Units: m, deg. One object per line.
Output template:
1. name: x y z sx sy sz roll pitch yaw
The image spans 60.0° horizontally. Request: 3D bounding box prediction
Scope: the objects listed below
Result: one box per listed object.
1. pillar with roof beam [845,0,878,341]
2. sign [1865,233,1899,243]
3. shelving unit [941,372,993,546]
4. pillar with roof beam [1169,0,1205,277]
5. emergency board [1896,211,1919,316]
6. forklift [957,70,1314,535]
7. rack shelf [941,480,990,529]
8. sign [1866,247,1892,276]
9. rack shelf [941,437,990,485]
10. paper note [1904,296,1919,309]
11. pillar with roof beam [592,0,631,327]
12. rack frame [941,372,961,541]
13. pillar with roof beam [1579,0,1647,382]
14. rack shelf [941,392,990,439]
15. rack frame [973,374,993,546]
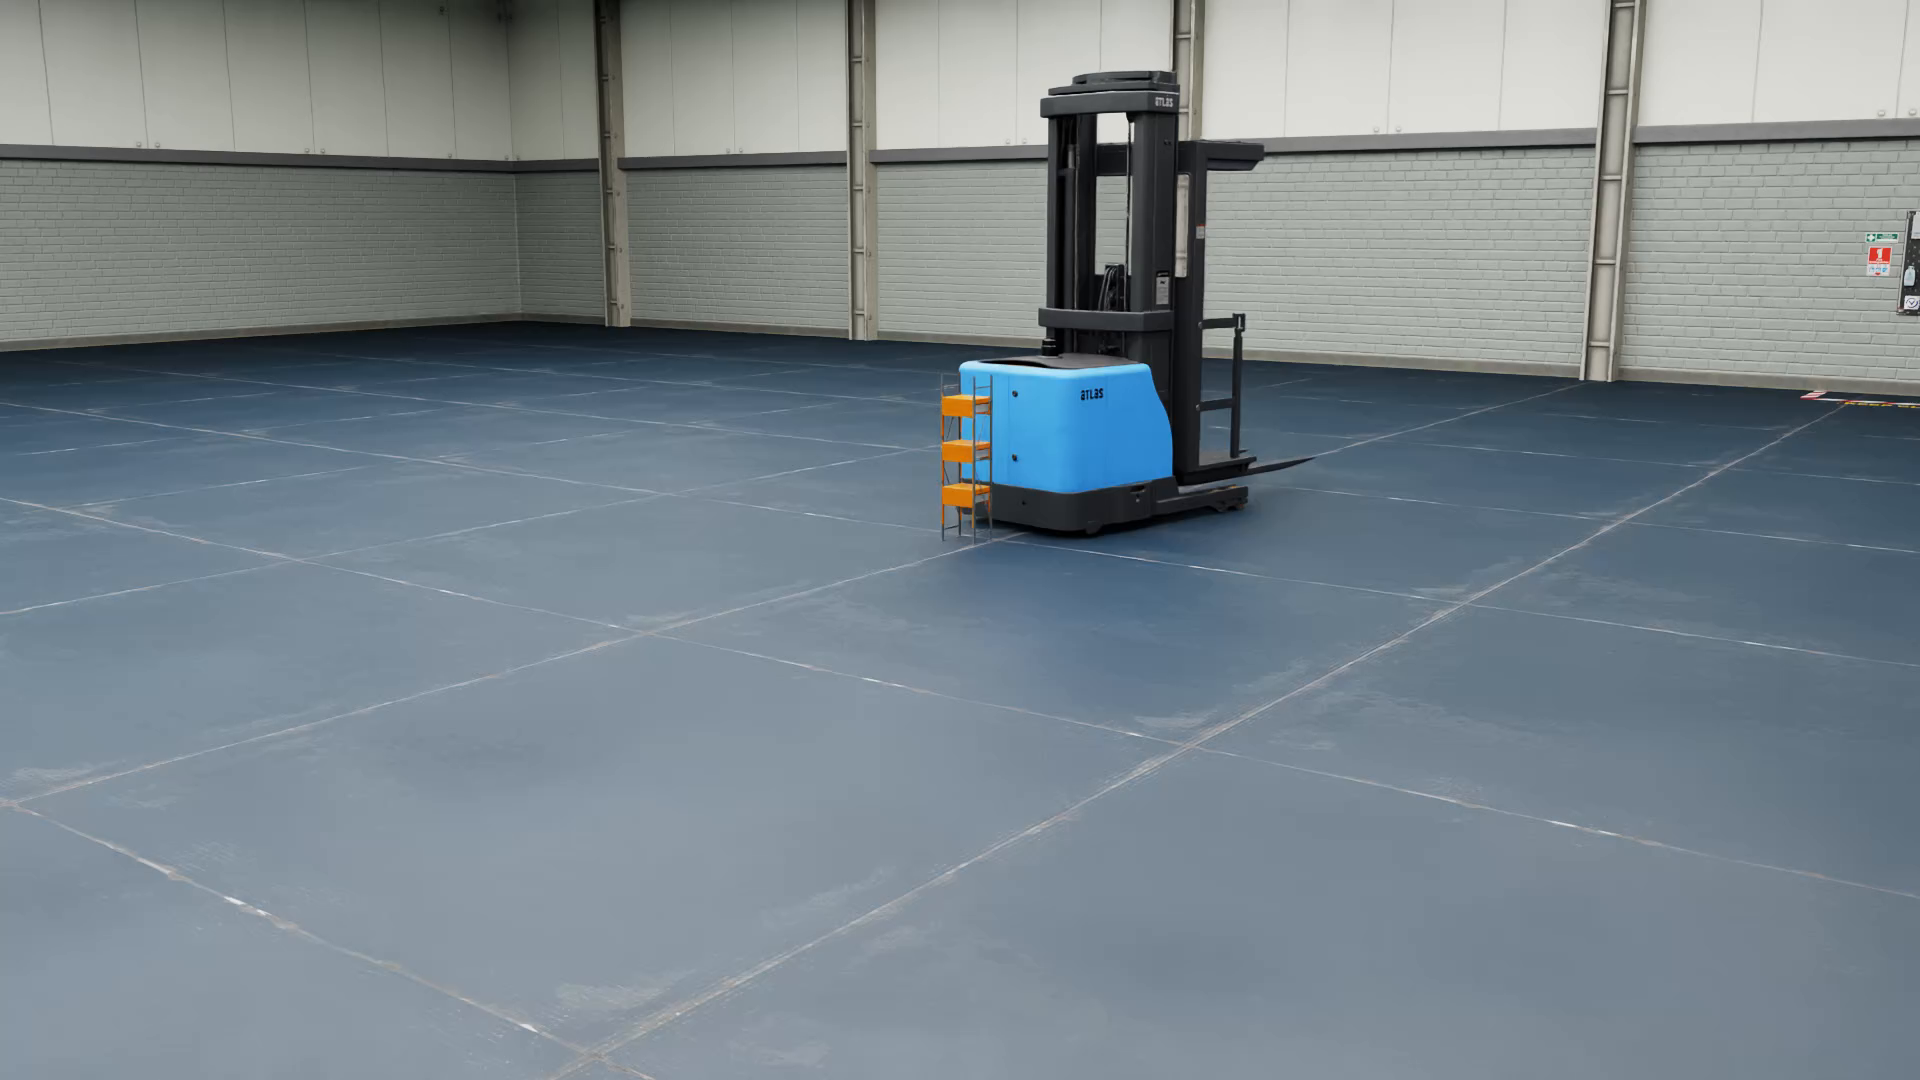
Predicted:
1. pillar with roof beam: -4.166 -7.127 23.678 0.400 9.000 9.100 8 13 36
2. sign: 10.535 -3.455 19.000 0.331 0.109 0.001 8 13 36
3. shelving unit: 0.043 -0.509 10.399 0.252 1.050 0.215 8 13 36
4. pillar with roof beam: 0.670 -6.453 20.192 0.400 9.000 9.100 8 13 36
5. emergency board: 10.925 -3.105 18.680 0.626 1.169 0.157 8 13 36
6. forklift: 1.378 -1.689 11.544 3.031 2.935 1.130 -11 15 -44
7. rack shelf: 0.043 -0.226 10.454 0.240 0.259 0.215 8 13 36
8. sign: 10.537 -3.196 19.060 0.234 0.329 0.001 8 13 36
9. rack shelf: 0.043 -0.499 10.401 0.240 0.259 0.215 8 13 36
10. paper note: 10.819 -2.699 18.902 0.142 0.148 0.016 8 13 36
11. pillar with roof beam: -9.002 -7.802 27.165 0.400 9.000 9.100 8 13 36
12. rack frame: -0.055 -0.523 10.470 0.008 1.050 0.200 8 13 36
13. pillar with roof beam: 5.506 -5.778 16.705 0.400 9.000 9.100 8 13 36
14. rack shelf: 0.043 -0.778 10.347 0.240 0.259 0.215 8 13 36
15. rack frame: 0.141 -0.496 10.328 0.008 1.050 0.200 8 13 36
